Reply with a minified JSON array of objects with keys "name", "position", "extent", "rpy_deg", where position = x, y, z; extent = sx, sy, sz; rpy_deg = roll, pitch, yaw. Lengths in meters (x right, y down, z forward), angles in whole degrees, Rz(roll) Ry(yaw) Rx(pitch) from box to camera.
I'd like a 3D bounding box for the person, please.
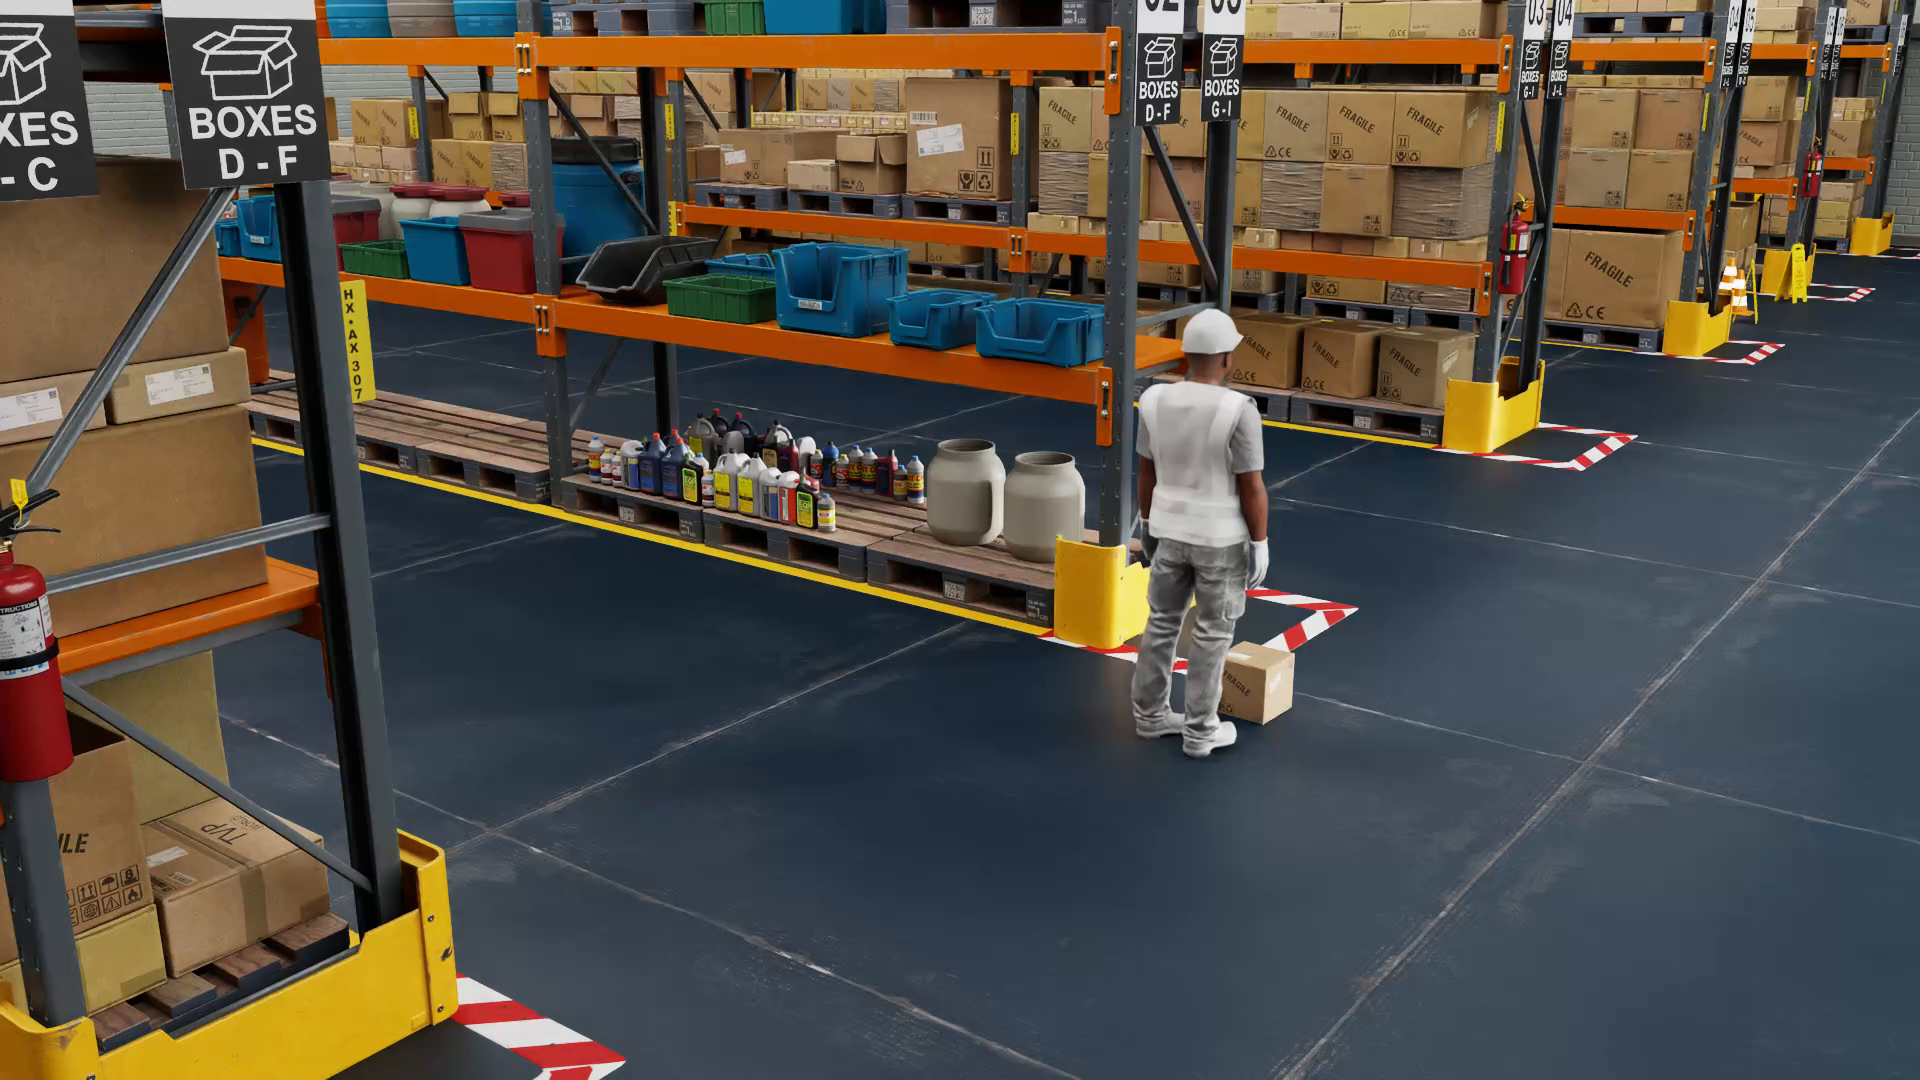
[{"name":"person","position":[0.965,-0.019,6.546],"extent":[0.570,1.786,0.381],"rpy_deg":[13,21,37]}]
